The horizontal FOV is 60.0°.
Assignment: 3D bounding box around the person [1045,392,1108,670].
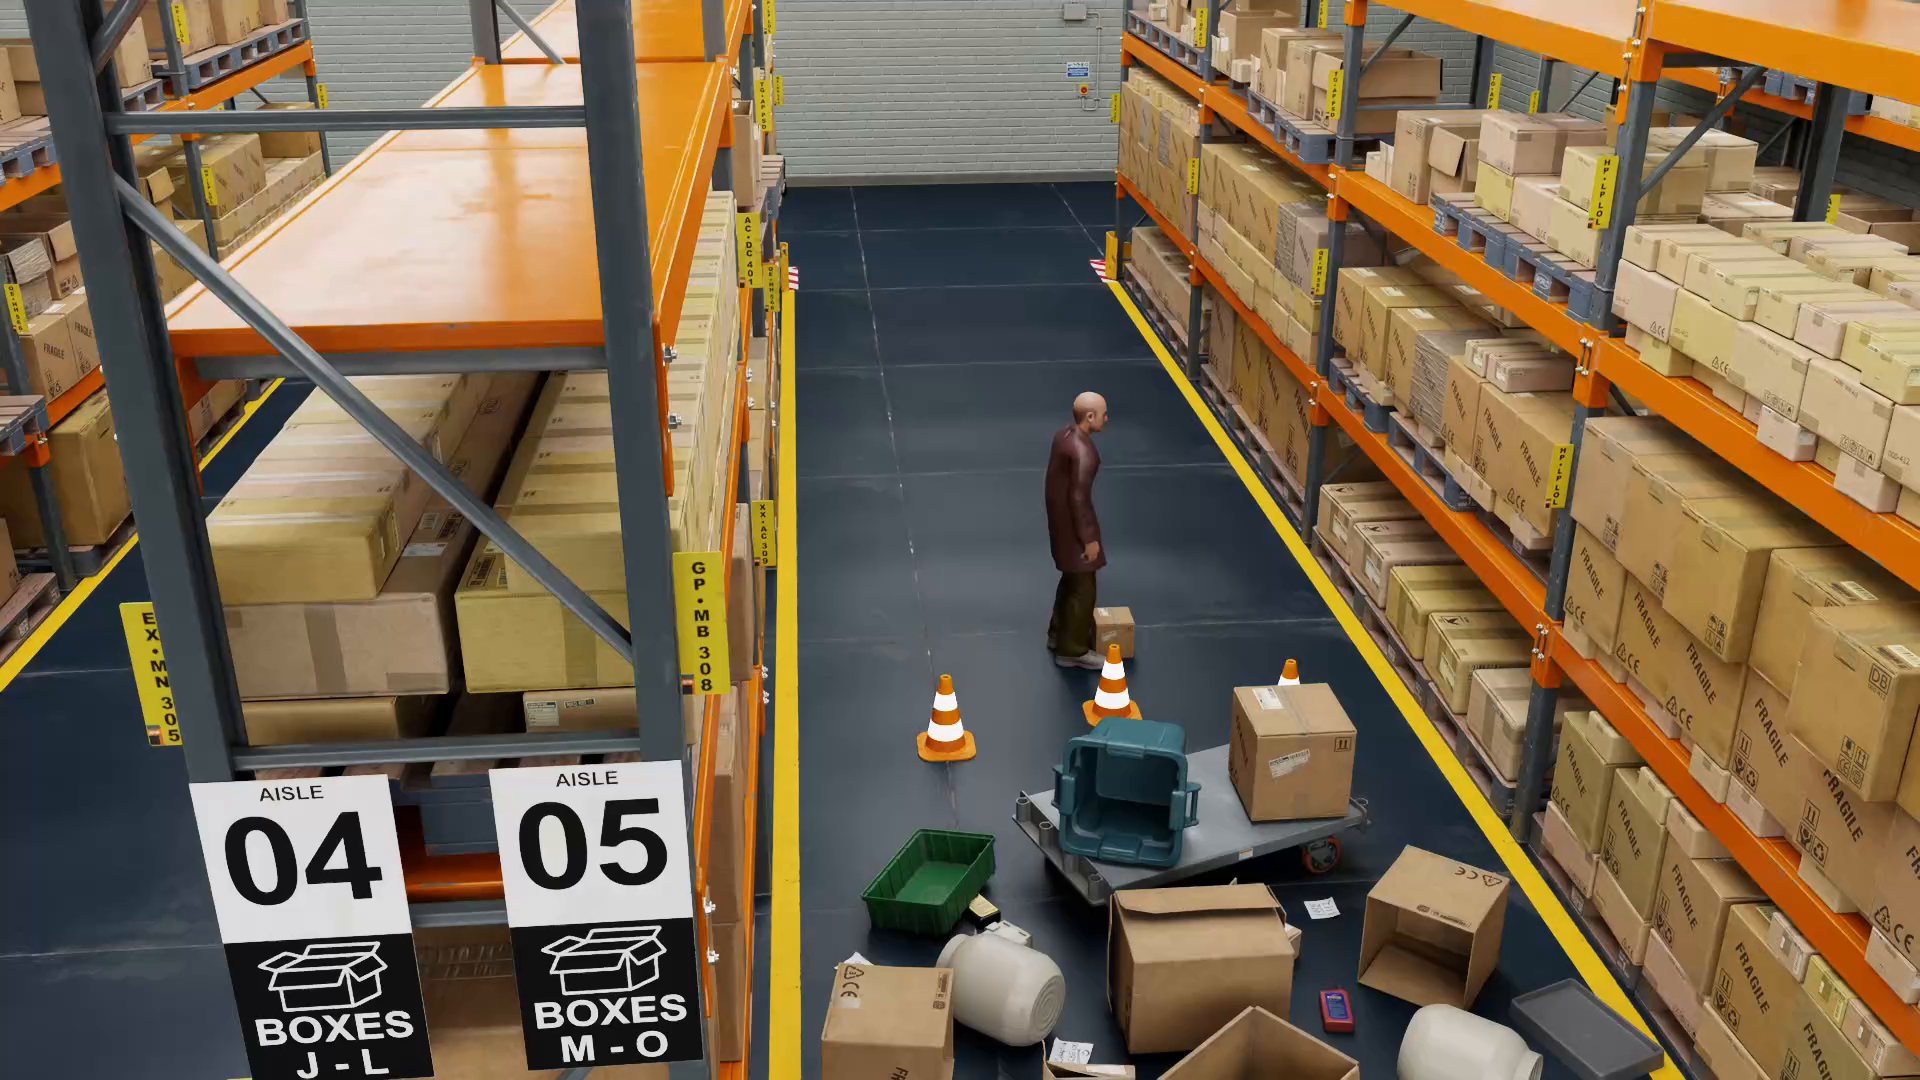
[{"bbox_3d":[0.750,-0.081,10.544,0.420,1.774,0.643,-2,24,-5],"label":"person"}]
